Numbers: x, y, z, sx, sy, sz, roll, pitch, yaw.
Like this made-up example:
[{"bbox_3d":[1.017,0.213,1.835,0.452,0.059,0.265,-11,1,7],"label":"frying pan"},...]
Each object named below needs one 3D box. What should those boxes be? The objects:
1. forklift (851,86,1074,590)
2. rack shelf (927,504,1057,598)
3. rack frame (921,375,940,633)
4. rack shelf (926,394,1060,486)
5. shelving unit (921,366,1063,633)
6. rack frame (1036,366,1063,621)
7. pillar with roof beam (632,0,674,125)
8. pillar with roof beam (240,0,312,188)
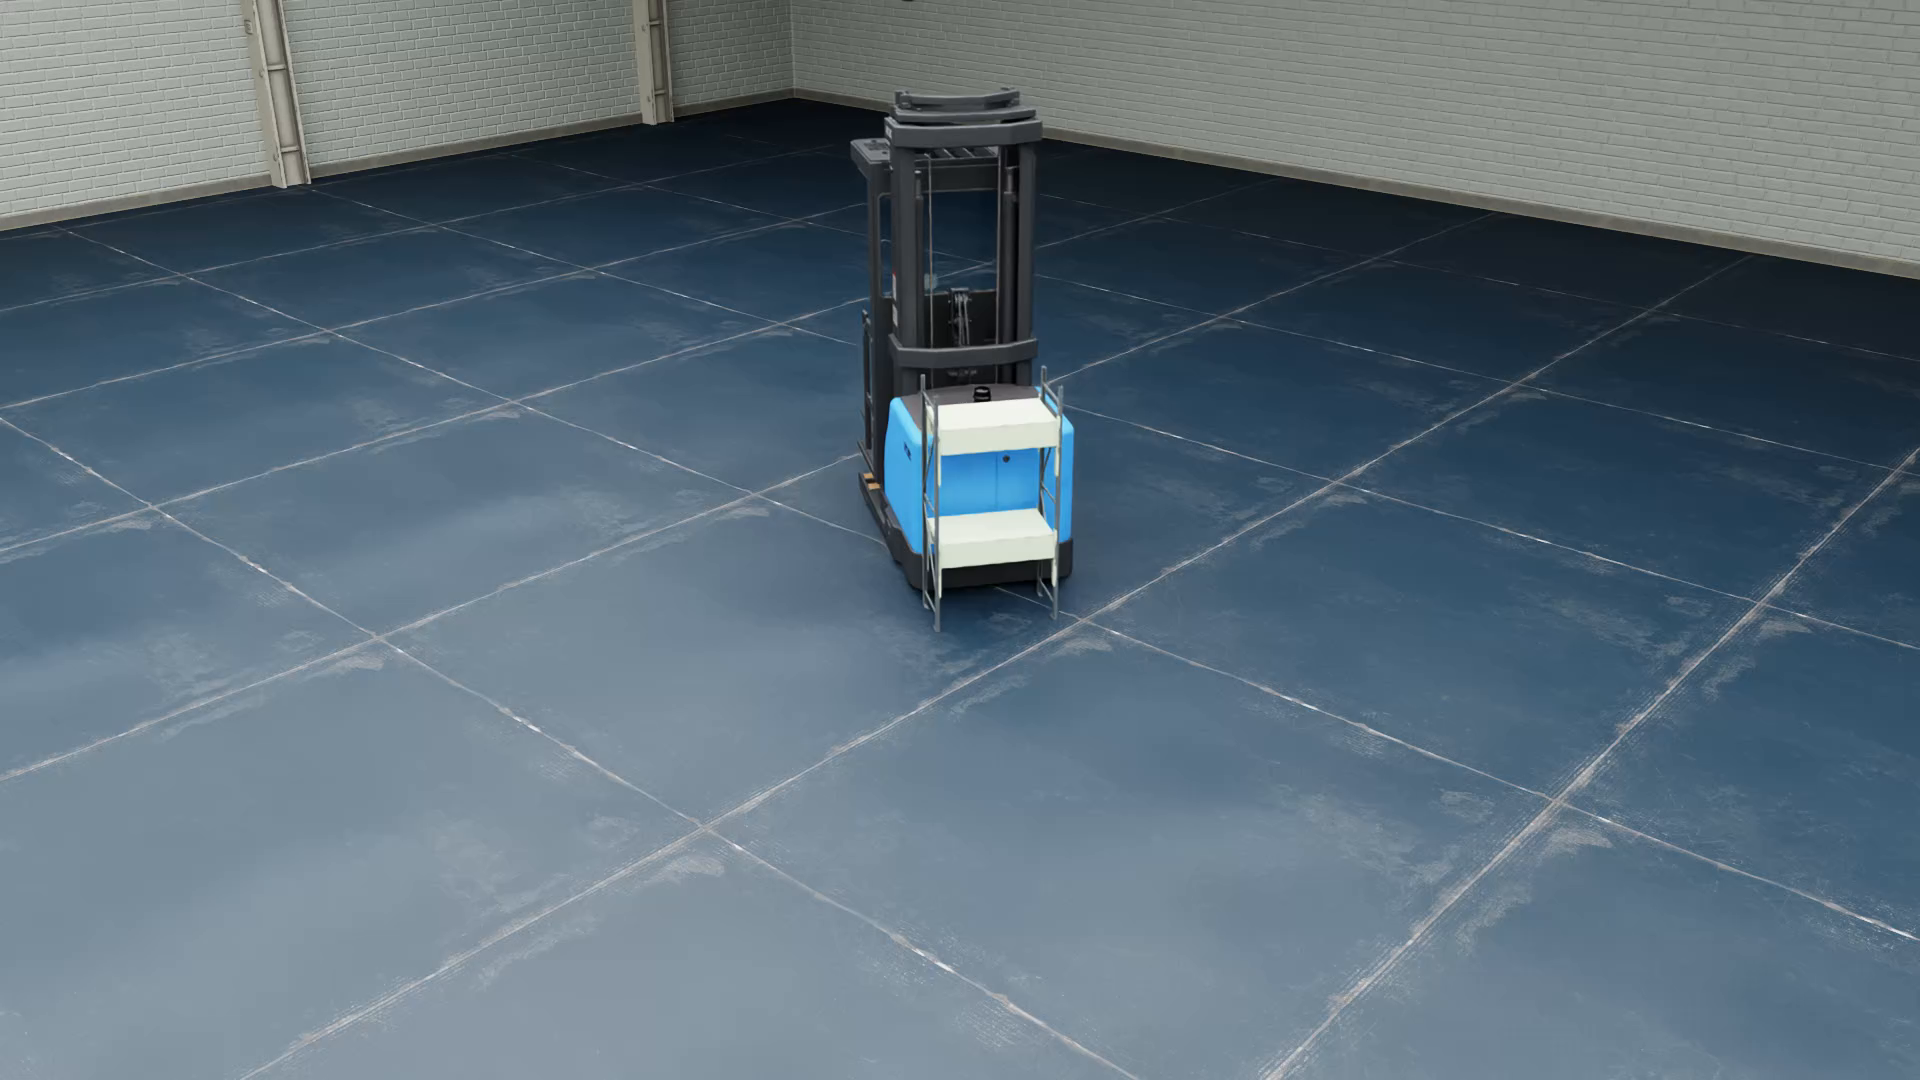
[{"bbox_3d":[-0.108,-1.602,11.241,1.130,2.935,3.031,-5,25,-12],"label":"forklift"},{"bbox_3d":[0.182,0.060,10.080,0.720,0.370,0.431,-5,25,-12],"label":"rack shelf"},{"bbox_3d":[-0.175,-0.204,9.872,0.023,1.500,0.400,-5,25,-12],"label":"rack frame"},{"bbox_3d":[0.182,-0.593,9.787,0.720,0.370,0.431,-5,25,-12],"label":"rack shelf"},{"bbox_3d":[0.182,-0.237,9.946,0.755,1.500,0.431,-5,25,-12],"label":"shelving unit"},{"bbox_3d":[0.539,-0.271,10.020,0.023,1.500,0.400,-5,25,-12],"label":"rack frame"},{"bbox_3d":[-1.442,-9.366,21.140,9.100,9.000,0.400,20,31,38],"label":"pillar with roof beam"},{"bbox_3d":[-5.447,-7.538,17.062,9.100,9.000,0.400,20,31,38],"label":"pillar with roof beam"}]
